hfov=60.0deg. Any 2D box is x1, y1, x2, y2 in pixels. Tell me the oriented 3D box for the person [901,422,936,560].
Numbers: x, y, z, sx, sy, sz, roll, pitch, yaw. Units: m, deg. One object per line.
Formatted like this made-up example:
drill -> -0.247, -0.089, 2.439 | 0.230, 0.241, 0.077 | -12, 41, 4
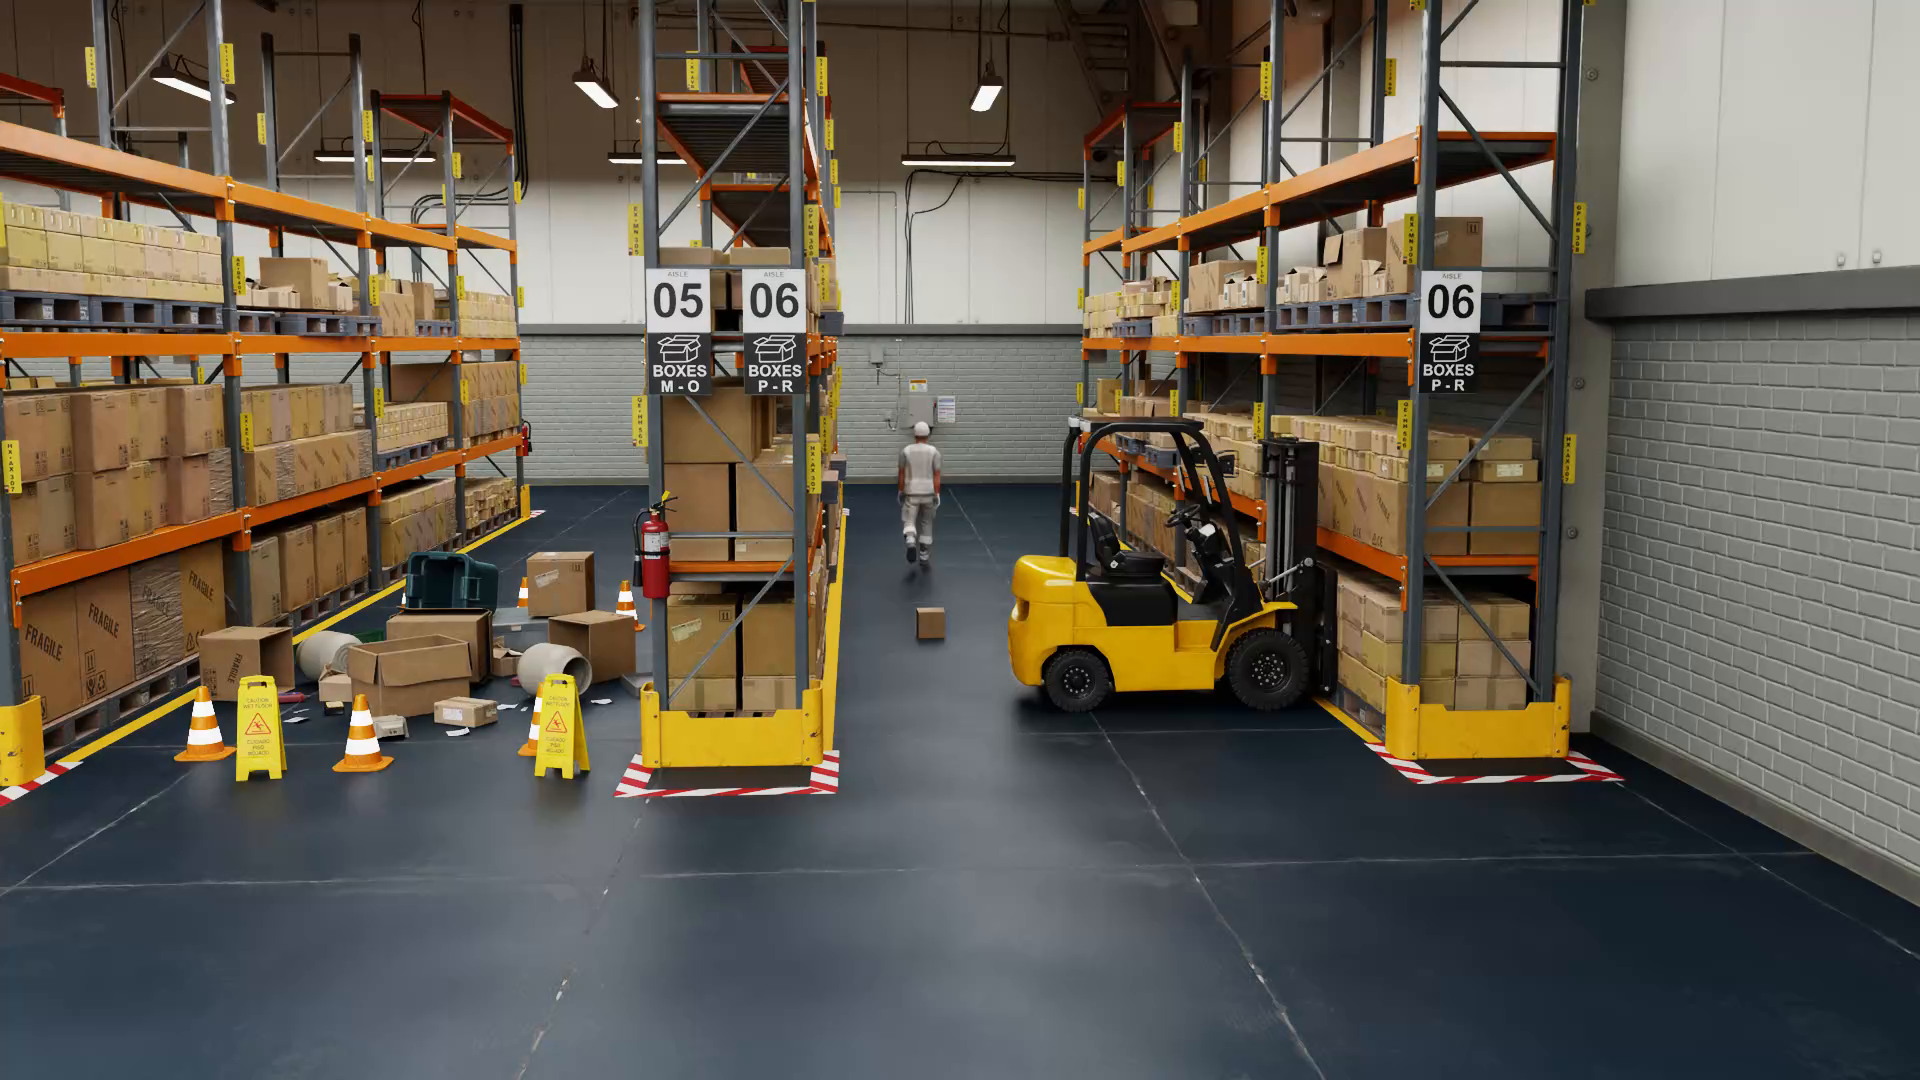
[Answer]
person -> -10.858, 1.622, 1.968 | 22.467, 1.784, 36.608 | 0, 7, -2
